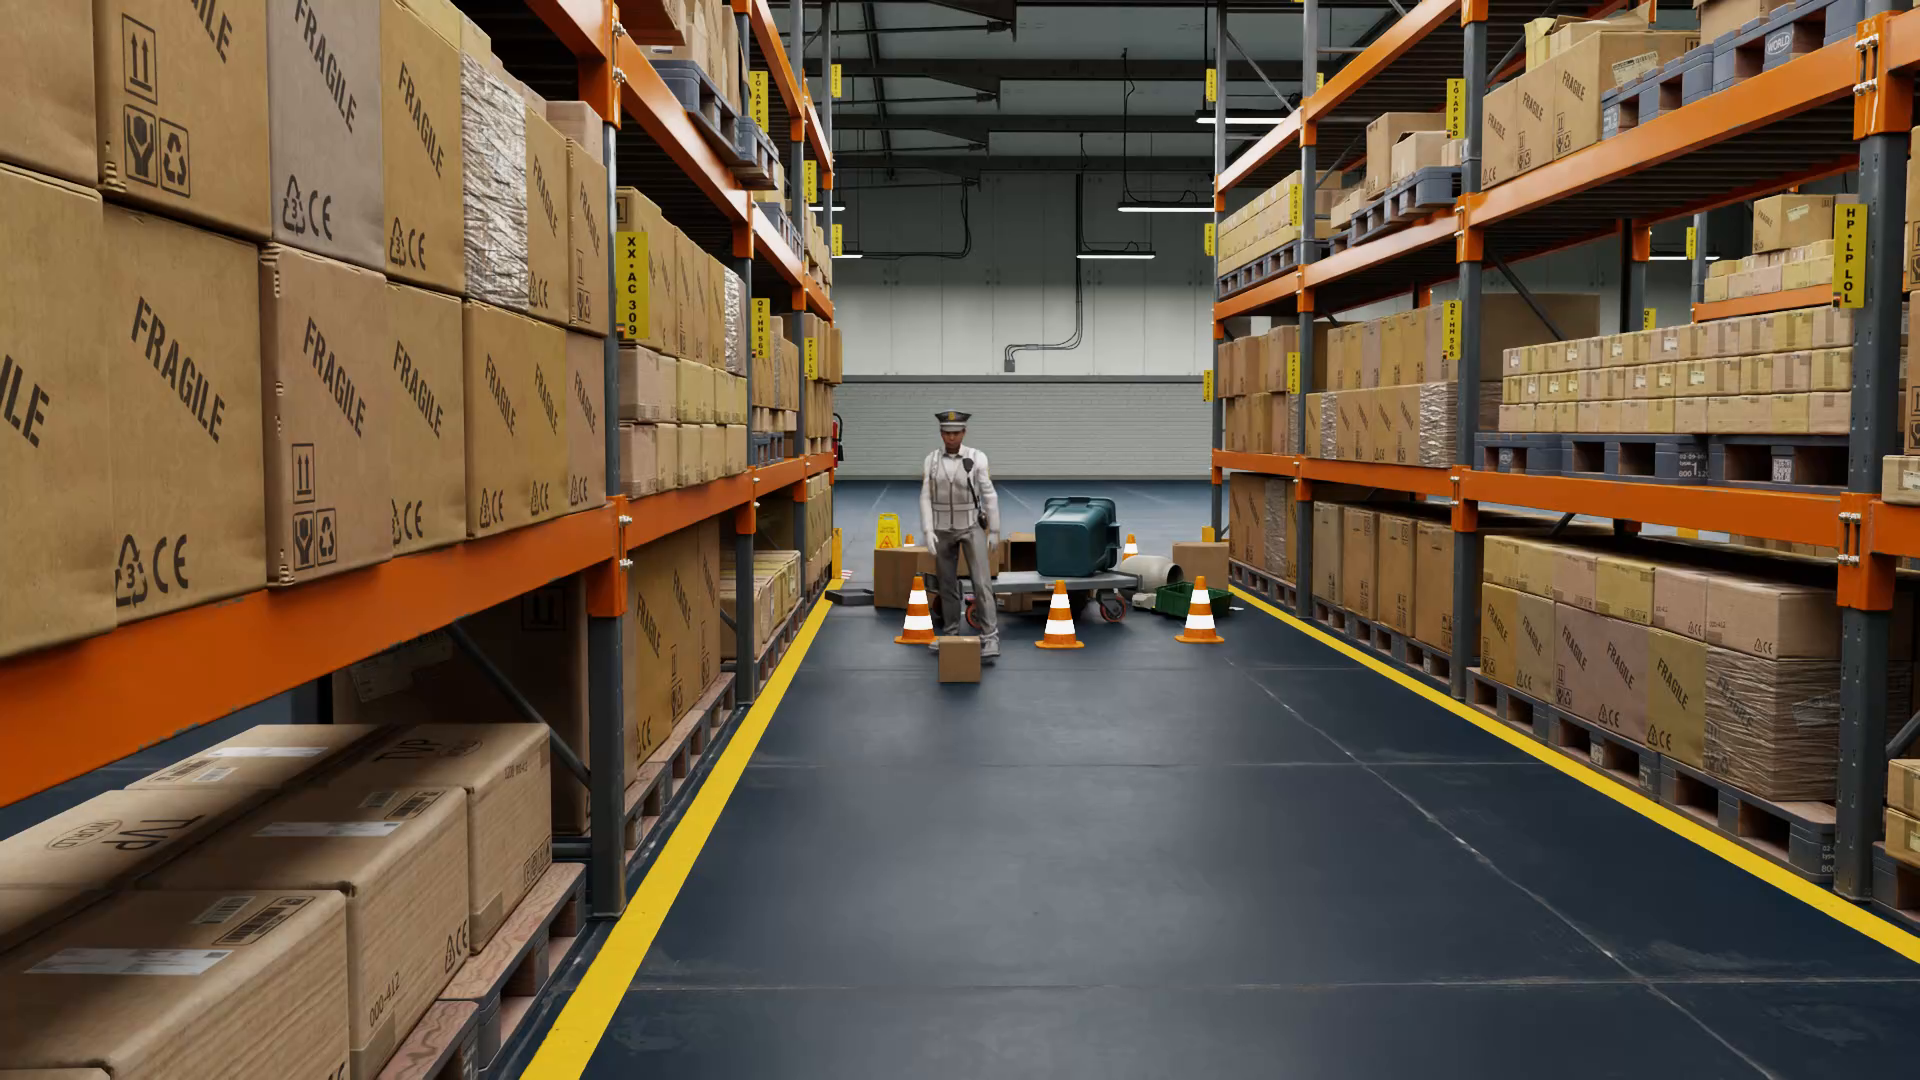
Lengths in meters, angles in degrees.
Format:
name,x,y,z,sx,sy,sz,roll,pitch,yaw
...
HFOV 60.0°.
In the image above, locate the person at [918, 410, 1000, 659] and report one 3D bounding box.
name,x,y,z,sx,sy,sz,roll,pitch,yaw
person,0.032,-0.044,11.030,0.620,1.632,0.720,1,4,16
